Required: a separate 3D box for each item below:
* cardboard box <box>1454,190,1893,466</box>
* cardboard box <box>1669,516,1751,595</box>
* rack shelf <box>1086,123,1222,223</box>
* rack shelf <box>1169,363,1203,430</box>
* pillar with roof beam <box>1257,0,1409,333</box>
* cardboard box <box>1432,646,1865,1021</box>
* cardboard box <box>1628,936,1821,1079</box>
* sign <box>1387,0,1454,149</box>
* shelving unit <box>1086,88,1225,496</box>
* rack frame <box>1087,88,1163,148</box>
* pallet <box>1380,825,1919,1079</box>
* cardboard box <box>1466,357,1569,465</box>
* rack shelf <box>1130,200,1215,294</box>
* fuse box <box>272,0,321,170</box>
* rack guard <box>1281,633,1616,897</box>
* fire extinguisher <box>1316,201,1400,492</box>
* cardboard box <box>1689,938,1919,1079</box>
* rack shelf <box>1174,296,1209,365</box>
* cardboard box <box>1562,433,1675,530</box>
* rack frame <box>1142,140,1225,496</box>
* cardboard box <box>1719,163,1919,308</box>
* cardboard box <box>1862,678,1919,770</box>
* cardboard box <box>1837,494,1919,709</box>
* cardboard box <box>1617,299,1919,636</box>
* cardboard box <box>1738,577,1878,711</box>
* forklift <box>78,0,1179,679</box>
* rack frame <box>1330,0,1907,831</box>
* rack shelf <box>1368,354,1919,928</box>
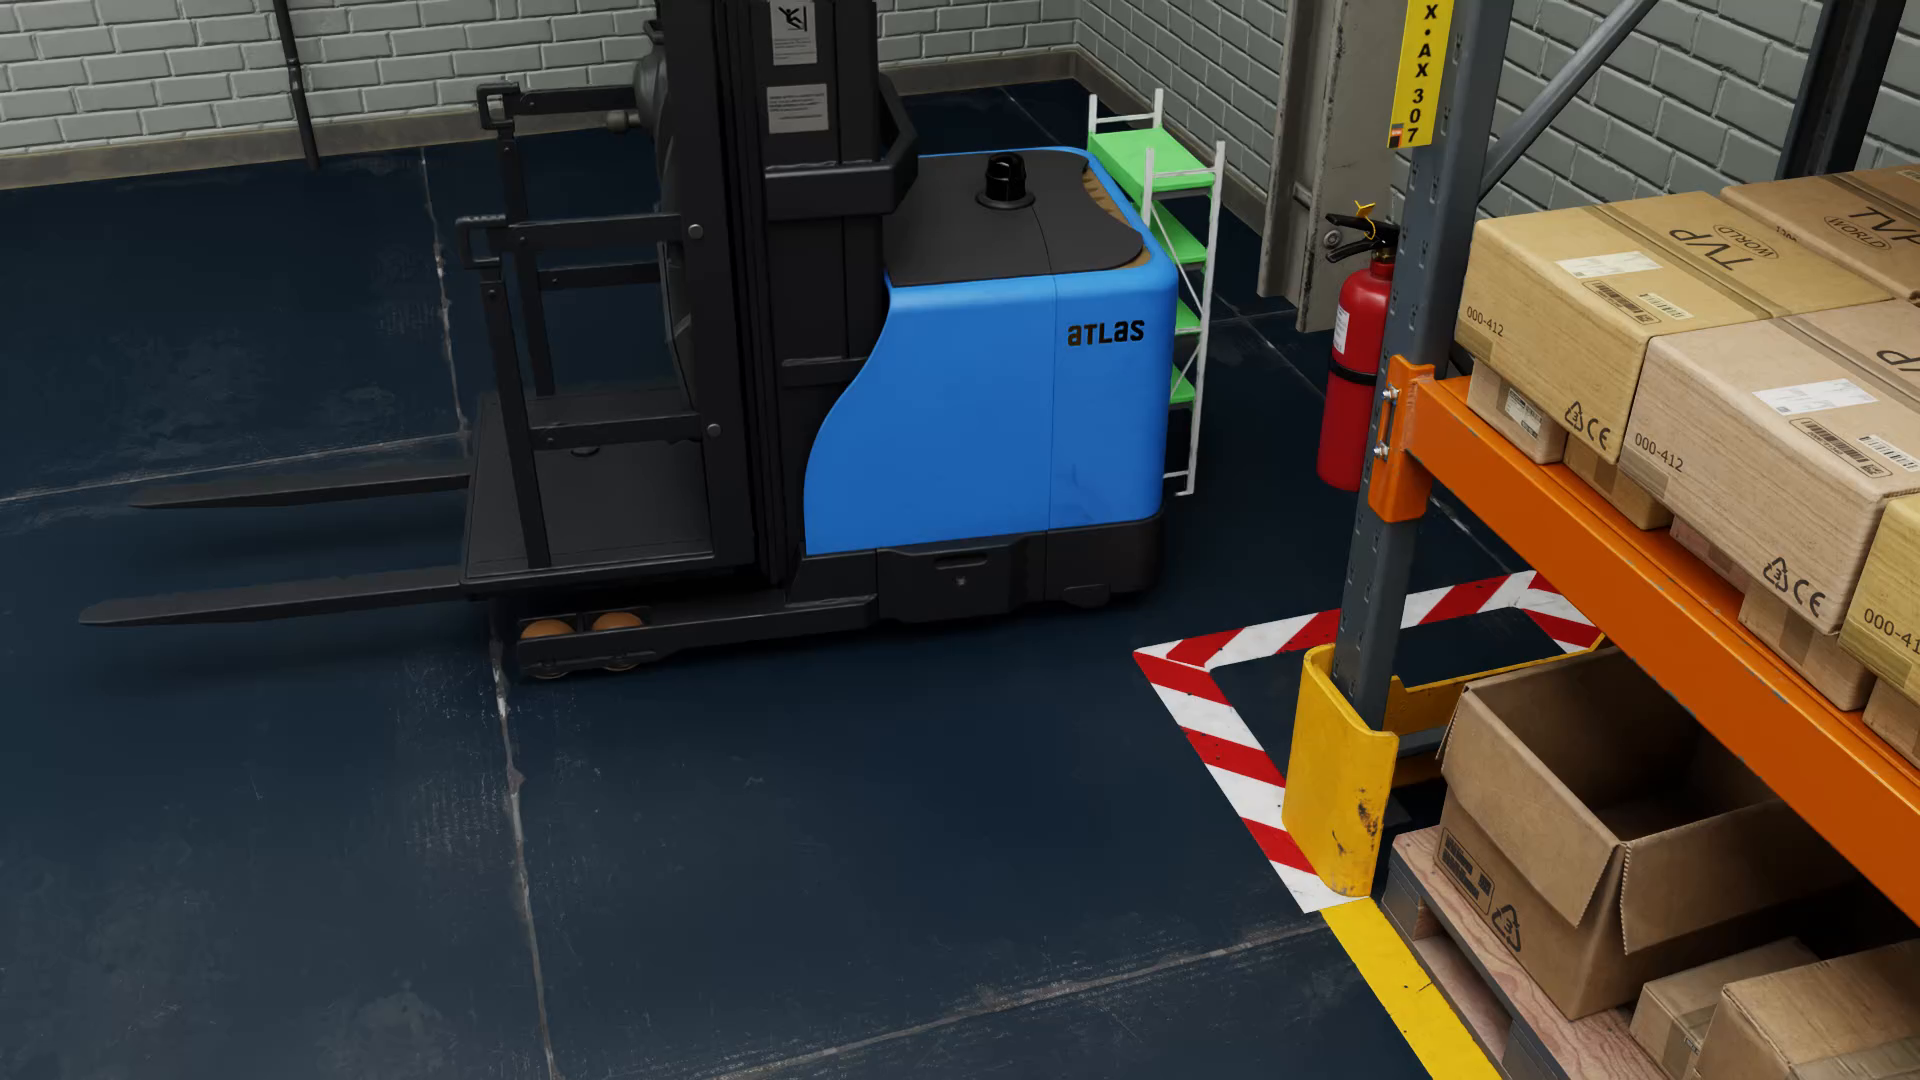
[{"bbox_3d":[1.260,-0.397,2.996,0.500,0.250,0.500,-10,35,-14],"label":"cardboard box"},{"bbox_3d":[1.452,-0.037,2.813,0.380,0.149,0.250,-10,35,-15],"label":"cardboard box"},{"bbox_3d":[0.586,-1.115,5.094,0.258,0.148,0.480,-9,34,-13],"label":"rack shelf"},{"bbox_3d":[0.586,-0.514,5.491,0.258,0.148,0.480,-9,34,-13],"label":"rack shelf"},{"bbox_3d":[-2.686,-3.965,3.088,9.100,9.000,0.400,-10,35,-15],"label":"pillar with roof beam"},{"bbox_3d":[1.475,0.585,3.528,0.797,0.503,0.637,-11,35,-17],"label":"cardboard box"},{"bbox_3d":[1.567,0.962,3.278,0.380,0.149,0.250,-11,35,-17],"label":"cardboard box"},{"bbox_3d":[0.861,-0.889,3.089,0.100,0.325,0.005,-10,35,-15],"label":"sign"},{"bbox_3d":[0.586,-0.768,5.324,0.258,1.200,0.503,-9,34,-13],"label":"shelving unit"},{"bbox_3d":[0.520,-0.897,5.520,0.240,1.200,0.015,-9,34,-13],"label":"rack frame"},{"bbox_3d":[1.645,1.003,3.541,1.003,0.211,1.213,-10,35,-15],"label":"pallet"},{"bbox_3d":[1.217,-0.295,3.204,0.380,0.149,0.250,-10,35,-15],"label":"cardboard box"},{"bbox_3d":[0.586,-0.915,5.227,0.258,0.148,0.480,-9,34,-13],"label":"rack shelf"},{"bbox_3d":[-3.045,-2.478,7.447,0.539,1.711,0.414,-10,35,-15],"label":"fuse box"},{"bbox_3d":[1.401,0.464,4.094,1.175,0.500,0.348,-10,35,-15],"label":"rack guard"},{"bbox_3d":[0.893,-0.430,3.589,0.296,0.674,0.183,-10,35,-15],"label":"fire extinguisher"},{"bbox_3d":[1.698,1.041,2.840,0.700,0.500,0.500,-9,34,-13],"label":"cardboard box"},{"bbox_3d":[0.586,-0.715,5.359,0.258,0.148,0.480,-9,34,-13],"label":"rack shelf"},{"bbox_3d":[1.339,-0.169,3.013,0.380,0.149,0.250,-9,35,-14],"label":"cardboard box"},{"bbox_3d":[0.652,-0.638,5.128,0.240,1.200,0.015,-9,34,-13],"label":"rack frame"},{"bbox_3d":[1.771,-0.483,3.127,0.500,0.250,0.500,-9,35,-13],"label":"cardboard box"},{"bbox_3d":[1.557,0.244,2.387,0.380,0.149,0.250,-9,35,-14],"label":"cardboard box"},{"bbox_3d":[1.572,0.134,2.193,0.500,0.250,0.500,-11,35,-16],"label":"cardboard box"},{"bbox_3d":[1.414,-0.132,2.595,0.500,0.250,0.500,-10,35,-14],"label":"cardboard box"},{"bbox_3d":[1.471,0.106,2.597,0.380,0.149,0.250,-9,34,-13],"label":"cardboard box"},{"bbox_3d":[-0.968,-1.150,4.332,3.031,2.935,1.130,-6,34,-9],"label":"forklift"},{"bbox_3d":[1.378,-0.619,3.465,1.000,3.000,0.127,-10,35,-15],"label":"rack frame"},{"bbox_3d":[1.988,0.732,2.075,1.077,0.370,4.000,-10,35,-15],"label":"rack shelf"}]
